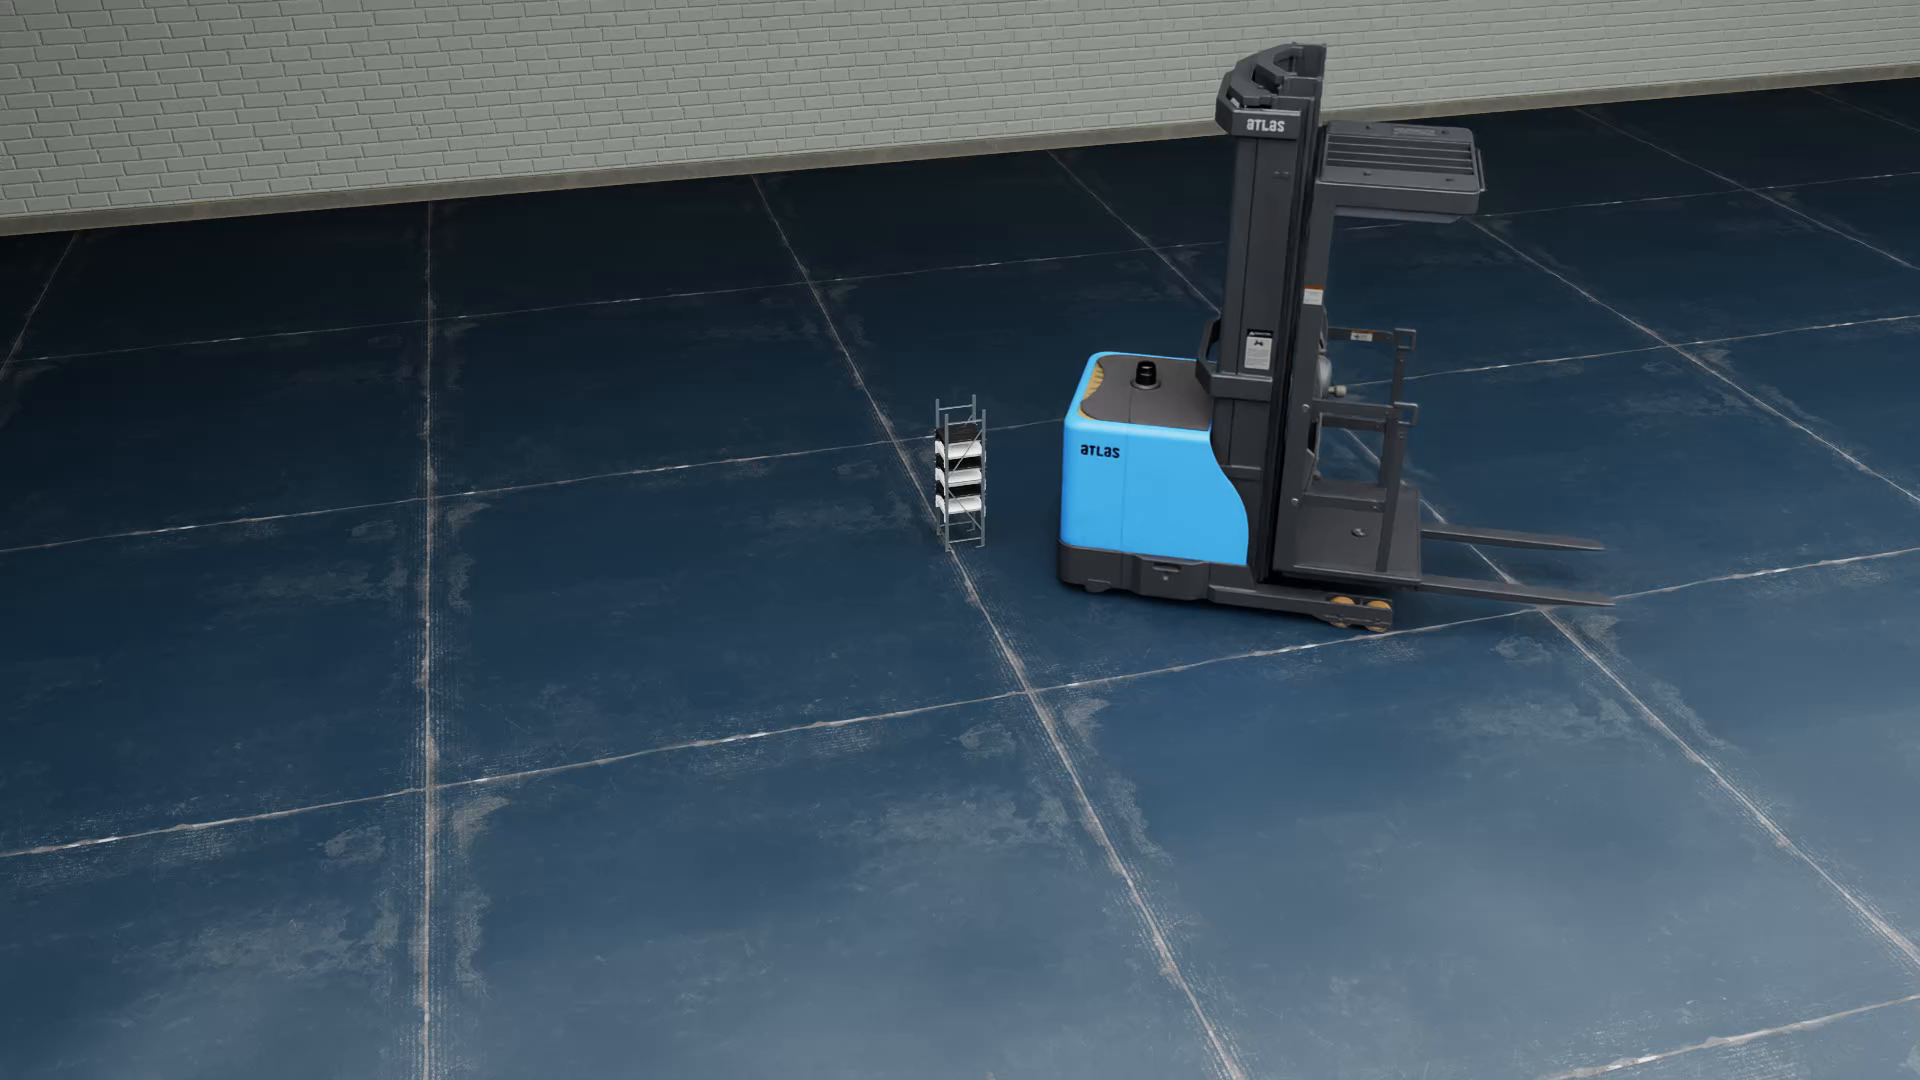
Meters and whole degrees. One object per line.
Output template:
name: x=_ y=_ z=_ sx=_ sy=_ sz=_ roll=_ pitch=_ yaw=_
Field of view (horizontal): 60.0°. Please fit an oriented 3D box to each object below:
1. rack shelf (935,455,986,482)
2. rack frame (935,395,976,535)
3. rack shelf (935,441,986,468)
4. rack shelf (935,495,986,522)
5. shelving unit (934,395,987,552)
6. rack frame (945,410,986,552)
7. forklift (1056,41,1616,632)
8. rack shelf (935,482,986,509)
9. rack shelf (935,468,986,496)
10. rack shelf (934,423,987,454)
rack shelf: x=0.002 y=-0.435 z=9.720 sx=0.258 sy=0.077 sz=0.200 roll=-8 pitch=31 yaw=-13
rack frame: x=-0.025 y=-0.435 z=9.834 sx=0.240 sy=0.900 sz=0.006 roll=-8 pitch=31 yaw=-13
rack shelf: x=0.002 y=-0.512 z=9.675 sx=0.258 sy=0.077 sz=0.200 roll=-8 pitch=31 yaw=-13
rack shelf: x=0.002 y=-0.201 z=9.856 sx=0.258 sy=0.077 sz=0.200 roll=-8 pitch=31 yaw=-13
shelving unit: x=0.002 y=-0.386 z=9.749 sx=0.258 sy=0.900 sz=0.210 roll=-8 pitch=31 yaw=-13
rack frame: x=0.029 y=-0.336 z=9.664 sx=0.240 sy=0.900 sz=0.006 roll=-8 pitch=31 yaw=-13
forklift: x=2.124 y=-1.060 z=8.886 sx=3.031 sy=2.935 sz=1.130 roll=7 pitch=31 yaw=11
rack shelf: x=0.002 y=-0.279 z=9.811 sx=0.258 sy=0.077 sz=0.200 roll=-8 pitch=31 yaw=-13
rack shelf: x=0.002 y=-0.357 z=9.766 sx=0.258 sy=0.077 sz=0.200 roll=-8 pitch=31 yaw=-13
rack shelf: x=0.002 y=-0.590 z=9.630 sx=0.258 sy=0.077 sz=0.200 roll=-8 pitch=31 yaw=-13
